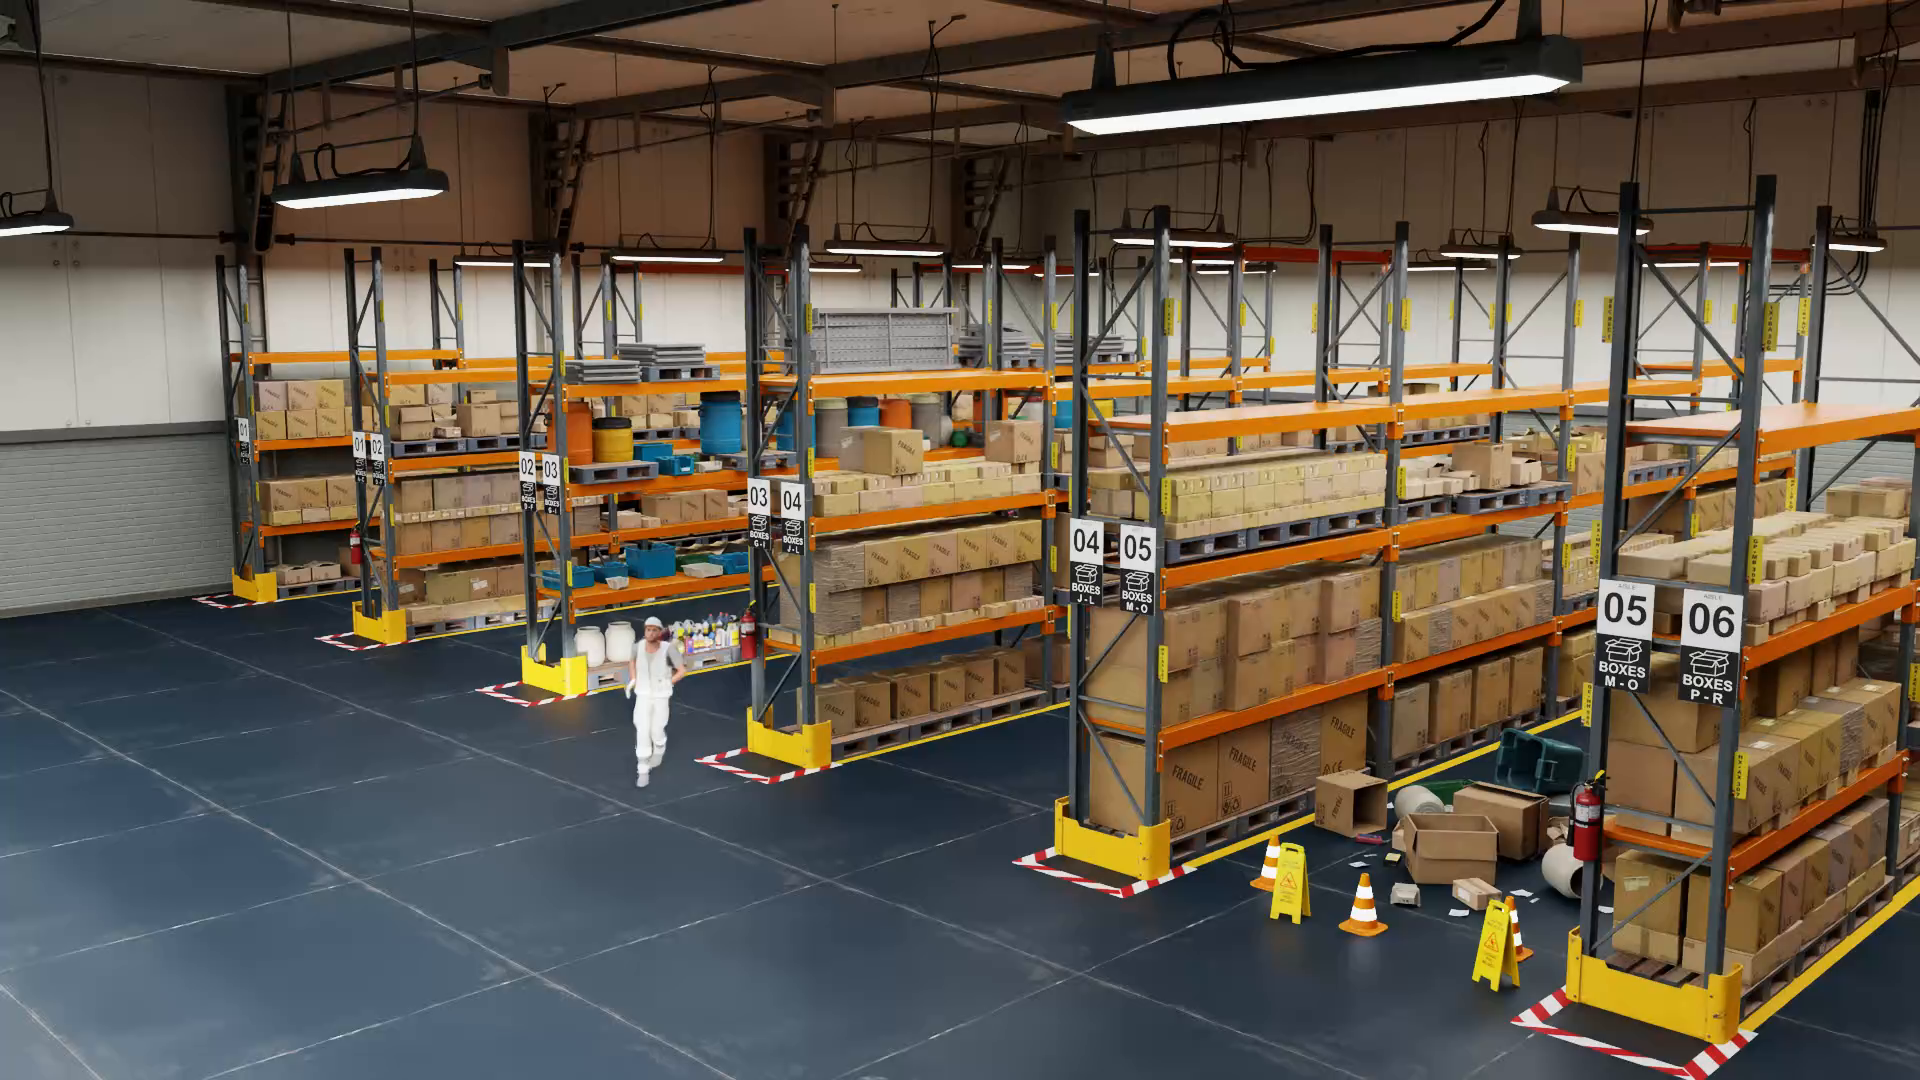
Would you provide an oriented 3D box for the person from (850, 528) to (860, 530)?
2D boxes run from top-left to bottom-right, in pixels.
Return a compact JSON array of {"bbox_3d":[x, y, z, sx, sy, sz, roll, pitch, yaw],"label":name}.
[{"bbox_3d":[-1.930,0.057,28.088,0.608,1.734,0.779,7,11,42],"label":"person"}]

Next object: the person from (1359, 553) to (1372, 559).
[{"bbox_3d":[5.777,1.029,23.584,0.727,1.719,0.631,-7,11,-41],"label":"person"}]

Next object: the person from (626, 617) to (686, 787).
[{"bbox_3d":[-3.303,1.699,18.064,0.657,1.761,0.983,0,8,0],"label":"person"}]
